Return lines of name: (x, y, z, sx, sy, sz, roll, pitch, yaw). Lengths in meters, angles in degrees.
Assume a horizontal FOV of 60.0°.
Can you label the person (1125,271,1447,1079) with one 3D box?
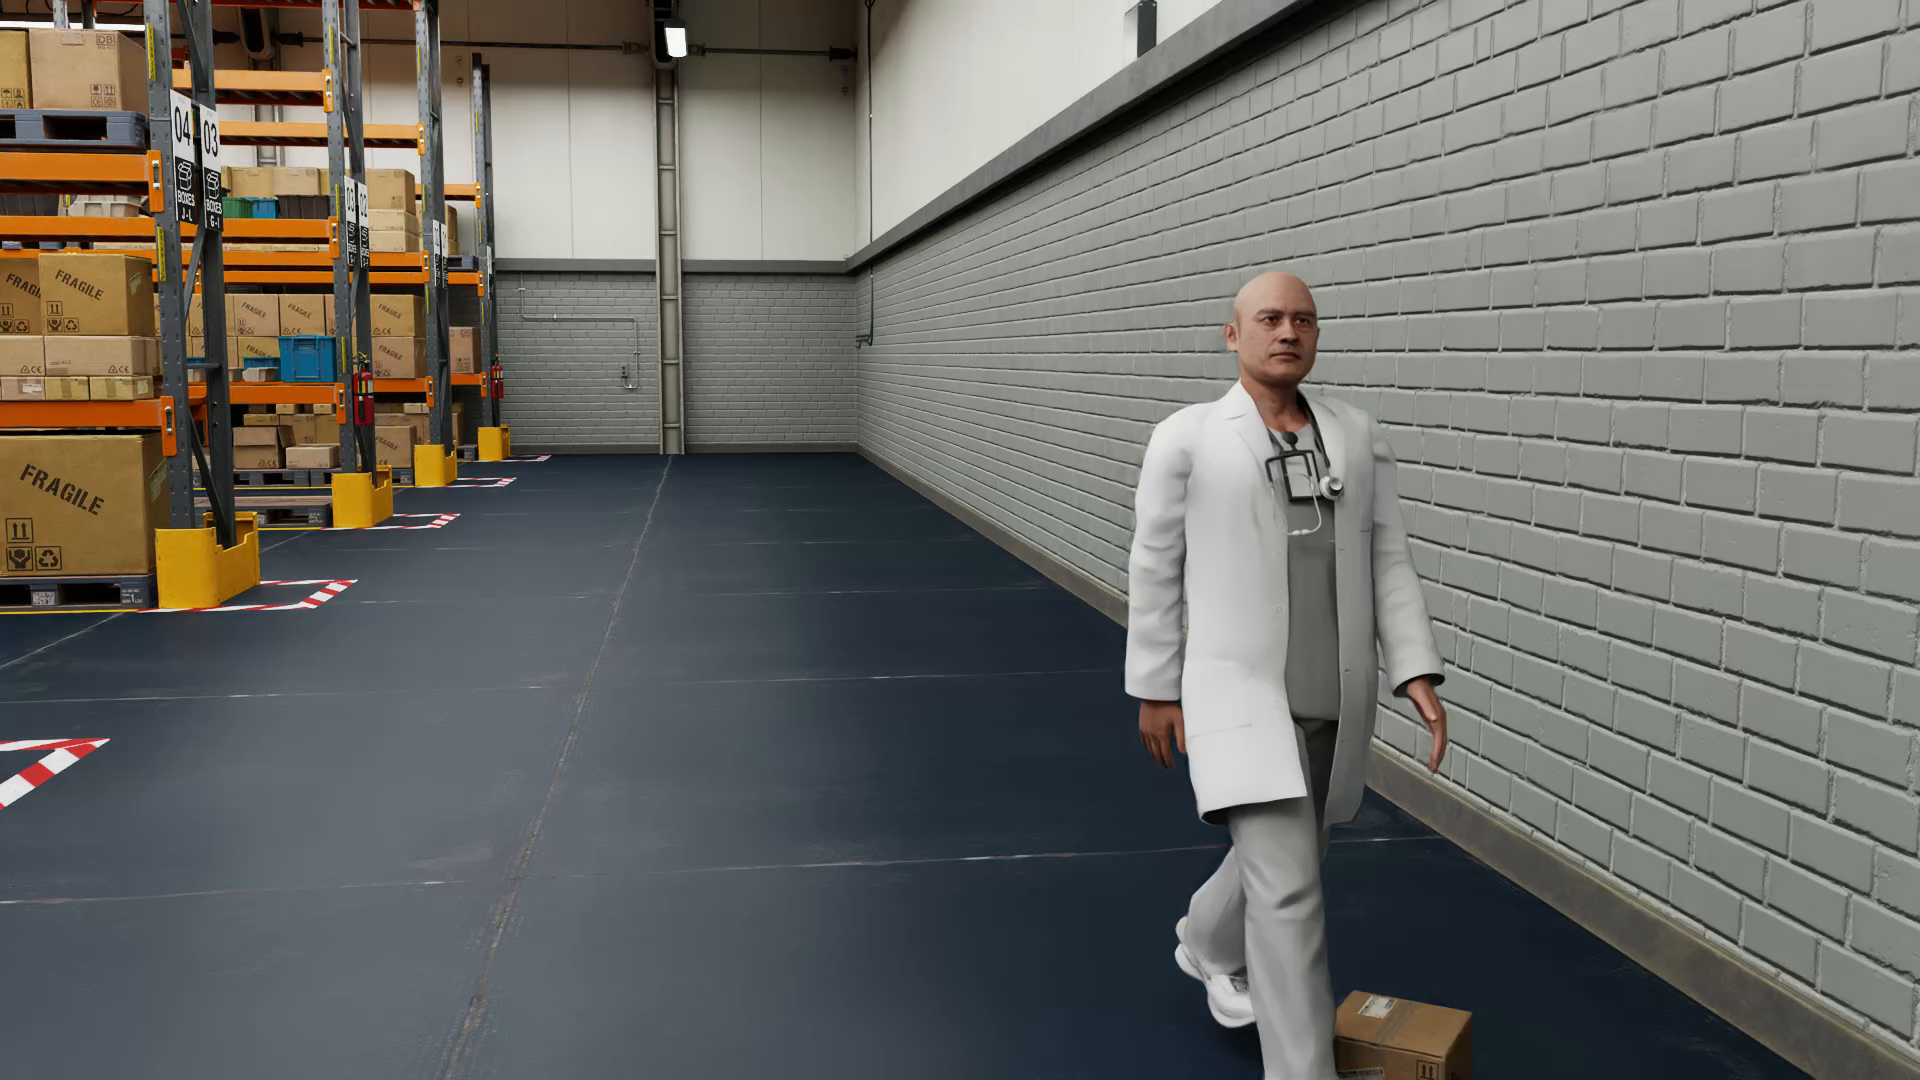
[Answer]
person: (0.674, 0.318, 3.427, 0.566, 1.730, 1.118, -2, 7, -18)
